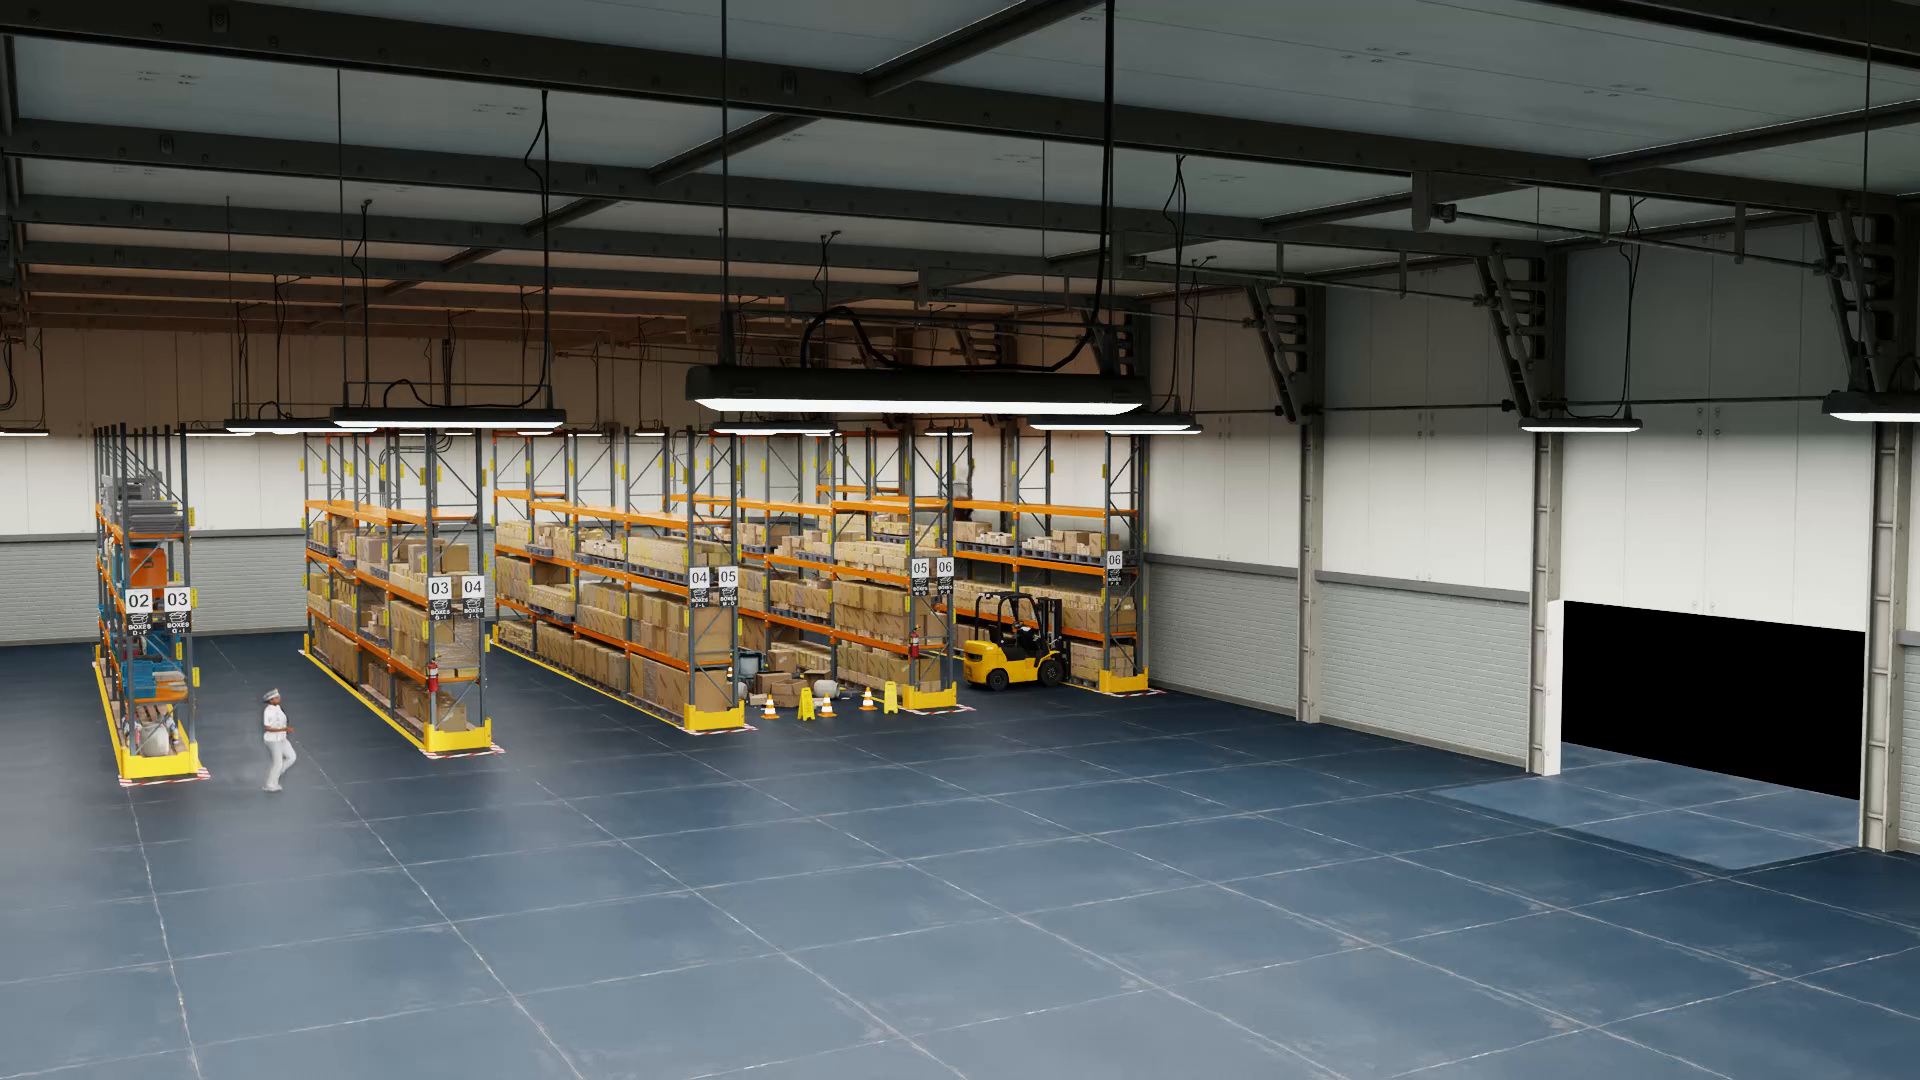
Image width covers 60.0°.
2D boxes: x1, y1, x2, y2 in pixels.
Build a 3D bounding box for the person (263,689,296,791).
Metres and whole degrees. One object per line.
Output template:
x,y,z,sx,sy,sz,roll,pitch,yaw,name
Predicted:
-11.055,3.243,27.035,0.572,1.663,0.563,0,3,-1,person
